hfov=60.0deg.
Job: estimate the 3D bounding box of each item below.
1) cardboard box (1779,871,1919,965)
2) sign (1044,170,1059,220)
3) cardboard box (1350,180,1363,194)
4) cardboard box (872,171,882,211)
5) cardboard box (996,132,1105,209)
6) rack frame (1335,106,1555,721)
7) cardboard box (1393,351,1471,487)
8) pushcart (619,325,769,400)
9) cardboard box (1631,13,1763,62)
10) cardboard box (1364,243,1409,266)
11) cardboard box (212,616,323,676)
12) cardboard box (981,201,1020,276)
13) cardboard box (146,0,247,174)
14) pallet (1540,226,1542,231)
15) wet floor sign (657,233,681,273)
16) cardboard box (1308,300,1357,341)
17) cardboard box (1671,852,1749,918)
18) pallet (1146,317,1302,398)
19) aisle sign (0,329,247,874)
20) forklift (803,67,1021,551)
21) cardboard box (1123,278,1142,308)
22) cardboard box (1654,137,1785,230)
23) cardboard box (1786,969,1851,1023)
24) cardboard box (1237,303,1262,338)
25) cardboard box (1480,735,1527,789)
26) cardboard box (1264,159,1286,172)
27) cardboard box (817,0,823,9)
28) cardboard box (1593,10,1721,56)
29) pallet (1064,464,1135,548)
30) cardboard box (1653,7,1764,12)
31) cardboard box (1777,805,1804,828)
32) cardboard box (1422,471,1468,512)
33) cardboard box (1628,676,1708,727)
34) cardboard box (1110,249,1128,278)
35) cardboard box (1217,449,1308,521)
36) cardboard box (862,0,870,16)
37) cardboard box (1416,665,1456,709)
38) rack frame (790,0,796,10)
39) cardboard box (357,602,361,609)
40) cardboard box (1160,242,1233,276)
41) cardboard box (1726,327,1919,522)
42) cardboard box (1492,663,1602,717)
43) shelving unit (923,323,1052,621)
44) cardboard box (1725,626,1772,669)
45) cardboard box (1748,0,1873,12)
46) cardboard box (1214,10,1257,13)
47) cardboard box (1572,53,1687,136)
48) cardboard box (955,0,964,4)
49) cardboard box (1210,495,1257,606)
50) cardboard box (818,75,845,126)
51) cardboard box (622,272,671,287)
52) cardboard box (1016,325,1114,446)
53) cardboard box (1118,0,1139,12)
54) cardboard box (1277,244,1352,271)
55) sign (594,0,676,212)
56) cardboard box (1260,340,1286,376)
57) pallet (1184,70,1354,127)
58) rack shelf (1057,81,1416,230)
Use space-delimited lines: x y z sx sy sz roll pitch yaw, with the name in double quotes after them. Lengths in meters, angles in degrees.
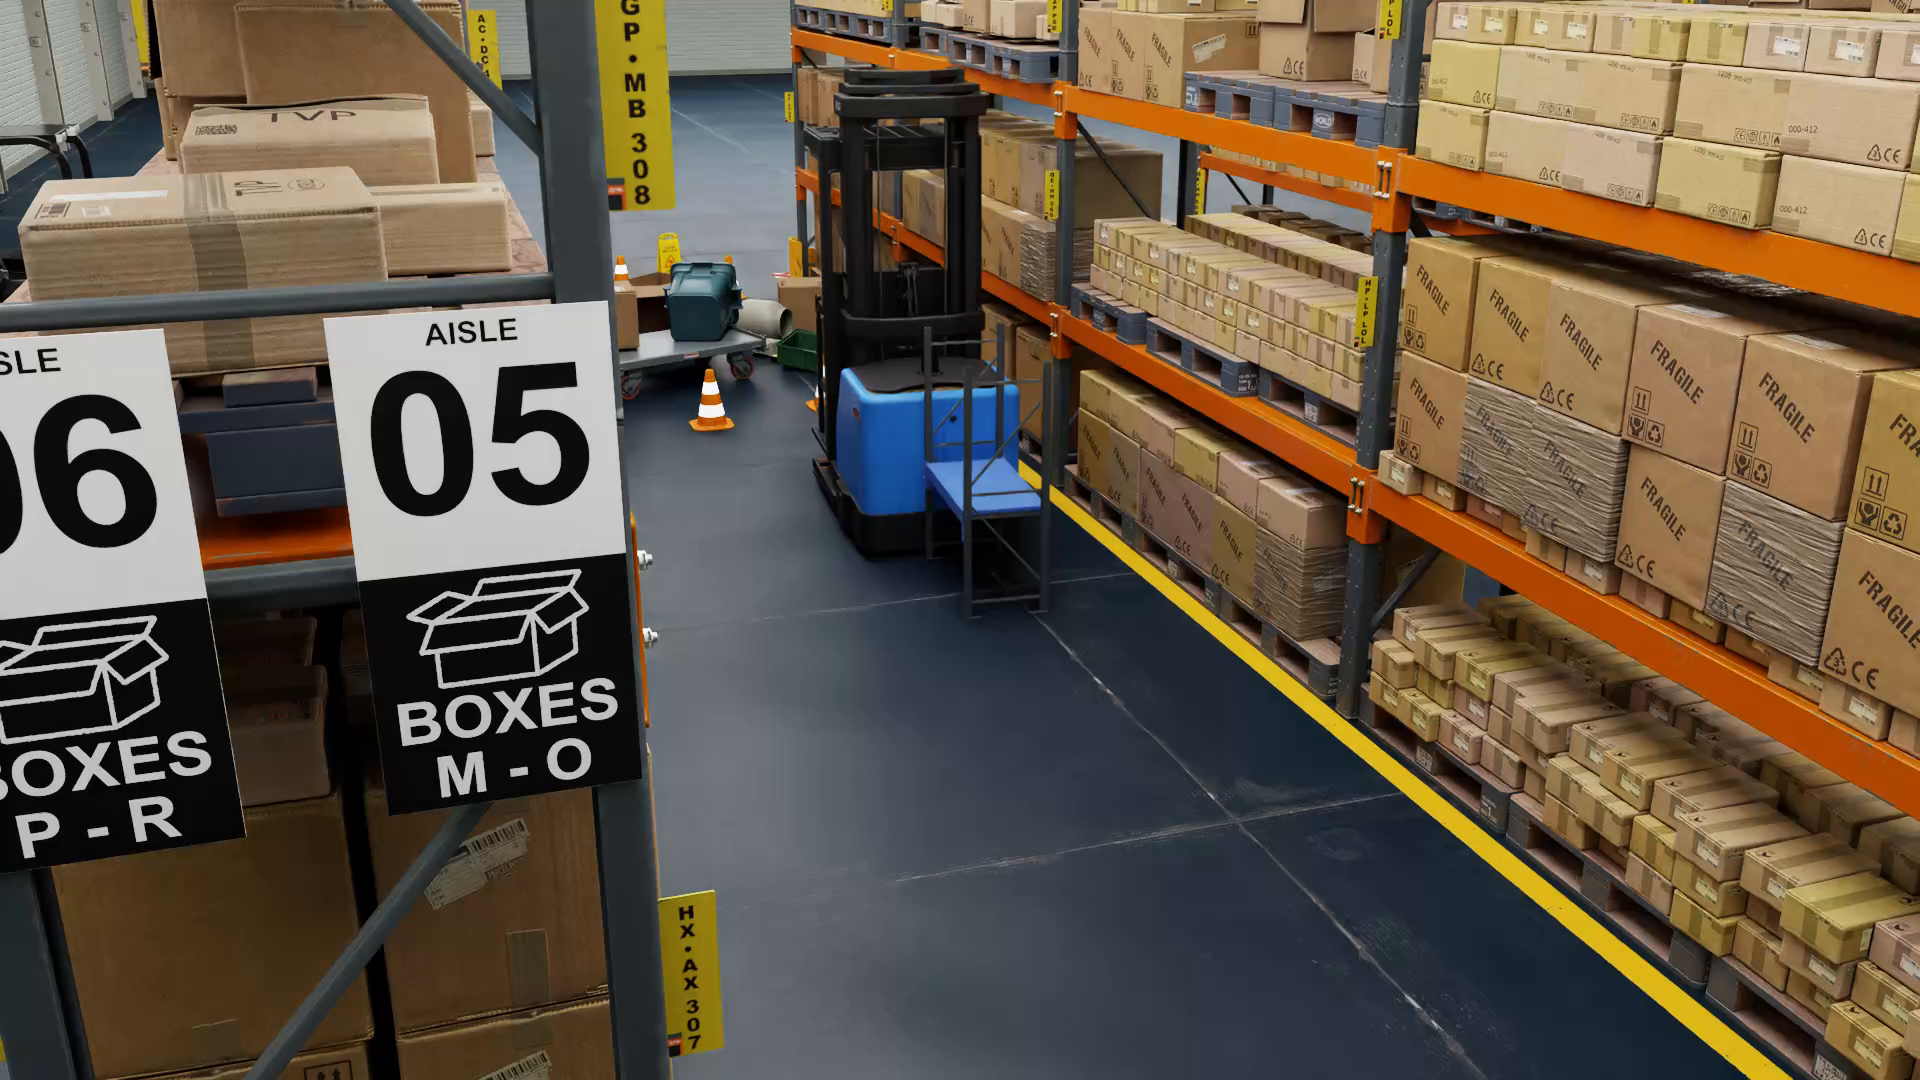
3.030 1.277 5.639 0.380 0.149 0.250 -7 21 -18 "cardboard box"
0.623 -2.340 11.280 0.100 0.325 0.005 -6 21 -17 "sign"
4.216 -3.634 16.967 0.380 0.149 0.250 -6 21 -17 "cardboard box"
-0.430 -3.500 16.002 0.875 0.550 0.550 -6 21 -17 "cardboard box"
0.694 -2.844 12.770 0.700 0.500 0.500 -7 21 -18 "cardboard box"
2.406 -0.571 8.069 1.000 3.000 0.127 -6 21 -17 "rack frame"
2.323 -0.572 7.485 0.500 0.500 0.500 -7 21 -18 "cardboard box"
-2.627 -1.604 14.824 1.648 0.377 0.936 -15 25 -36 "pushcart"
2.635 -1.789 5.915 0.380 0.149 0.250 -5 20 -14 "cardboard box"
4.545 -2.787 17.314 0.500 0.500 0.500 -7 21 -19 "cardboard box"
-1.409 0.275 3.126 0.380 0.149 0.250 -6 21 -16 "cardboard box"
0.440 -2.338 12.842 0.500 0.500 0.500 -7 21 -18 "cardboard box"
-1.807 -1.288 4.707 0.797 0.503 0.637 -5 20 -13 "cardboard box"
5.564 -2.476 13.657 1.213 0.211 1.003 -6 21 -17 "pallet"
-3.254 -3.113 18.629 0.267 0.644 0.232 -10 22 -27 "wet floor sign"
2.010 -1.125 8.481 0.380 0.149 0.250 -7 21 -19 "cardboard box"
2.887 1.246 6.166 0.380 0.149 0.250 -6 21 -16 "cardboard box"
1.810 -1.134 9.919 1.003 0.211 1.213 -6 21 -17 "pallet"
-1.275 0.103 2.345 0.394 0.787 0.004 -6 21 -17 "aisle sign"
-0.452 -1.770 11.509 1.130 2.935 3.031 -5 20 -13 "forklift"
1.268 -1.596 10.674 0.380 0.149 0.250 -5 20 -14 "cardboard box"
2.773 -1.239 5.712 0.500 0.250 0.500 -5 20 -15 "cardboard box"
3.122 1.544 5.776 0.380 0.149 0.250 -6 21 -17 "cardboard box"
1.764 -1.232 9.221 0.380 0.149 0.250 -8 21 -20 "cardboard box"
2.554 0.960 7.403 0.380 0.149 0.250 -7 21 -18 "cardboard box"
3.618 -4.190 18.516 0.380 0.149 0.250 -6 21 -17 "cardboard box"
-1.244 -5.492 16.935 0.380 0.149 0.250 -6 21 -17 "cardboard box"
2.594 -1.882 6.173 0.380 0.149 0.250 -7 21 -19 "cardboard box"
1.393 -0.291 11.416 1.003 0.211 1.213 -6 21 -17 "pallet"
2.944 -2.009 6.528 0.380 0.149 0.250 -6 21 -15 "cardboard box"
3.274 1.107 6.554 0.380 0.149 0.250 -5 20 -14 "cardboard box"
2.337 -0.252 7.553 0.380 0.149 0.250 -6 21 -16 "cardboard box"
3.149 0.705 7.232 0.380 0.149 0.250 -7 21 -20 "cardboard box"
1.198 -1.811 10.831 0.380 0.149 0.250 -5 20 -15 "cardboard box"
1.783 -0.324 9.348 0.500 0.250 0.500 -5 20 -15 "cardboard box"
-0.688 -4.923 15.351 0.380 0.149 0.250 -6 21 -16 "cardboard box"
2.381 0.655 7.812 0.380 0.149 0.250 -6 21 -17 "cardboard box"
-1.365 -7.245 17.776 1.000 3.000 0.127 -6 21 -17 "rack frame"
-1.053 0.404 3.728 0.500 0.500 0.500 -7 21 -19 "cardboard box"
1.440 -1.708 10.106 0.380 0.149 0.250 -5 20 -15 "cardboard box"
2.952 -0.394 5.509 0.500 0.500 0.500 -5 20 -14 "cardboard box"
2.578 0.677 7.309 0.380 0.149 0.250 -7 21 -19 "cardboard box"
0.146 -0.431 9.898 0.538 1.500 1.048 -5 20 -13 "shelving unit"
2.972 0.333 5.922 0.380 0.149 0.250 -7 21 -19 "cardboard box"
6.150 -3.819 11.901 0.797 0.503 0.637 -5 20 -14 "cardboard box"
1.739 -2.998 10.241 0.500 0.500 0.500 -6 21 -17 "cardboard box"
2.627 -1.644 6.102 0.500 0.250 0.500 -6 21 -16 "cardboard box"
0.266 -4.514 14.063 0.500 0.250 0.500 -6 21 -17 "cardboard box"
1.774 0.032 9.466 0.500 0.500 0.500 -7 21 -18 "cardboard box"
-0.978 -4.517 17.235 0.875 0.550 0.550 -6 21 -17 "cardboard box"
-3.077 -2.394 16.837 0.637 0.503 0.797 12 23 30 "cardboard box"
1.043 -1.199 12.523 1.050 0.750 0.750 -7 21 -18 "cardboard box"
1.177 -3.349 10.086 0.396 0.266 0.258 -6 21 -17 "cardboard box"
2.143 -1.690 10.056 0.380 0.149 0.250 -5 20 -15 "cardboard box"
-0.475 -0.646 2.431 0.100 0.325 0.005 -6 21 -17 "sign"
1.857 -1.001 9.016 0.380 0.149 0.250 -7 21 -20 "cardboard box"
1.985 -2.436 9.103 1.213 0.211 1.003 -6 21 -17 "pallet"
1.778 -2.286 9.471 1.077 0.370 4.000 -6 21 -17 "rack shelf"
